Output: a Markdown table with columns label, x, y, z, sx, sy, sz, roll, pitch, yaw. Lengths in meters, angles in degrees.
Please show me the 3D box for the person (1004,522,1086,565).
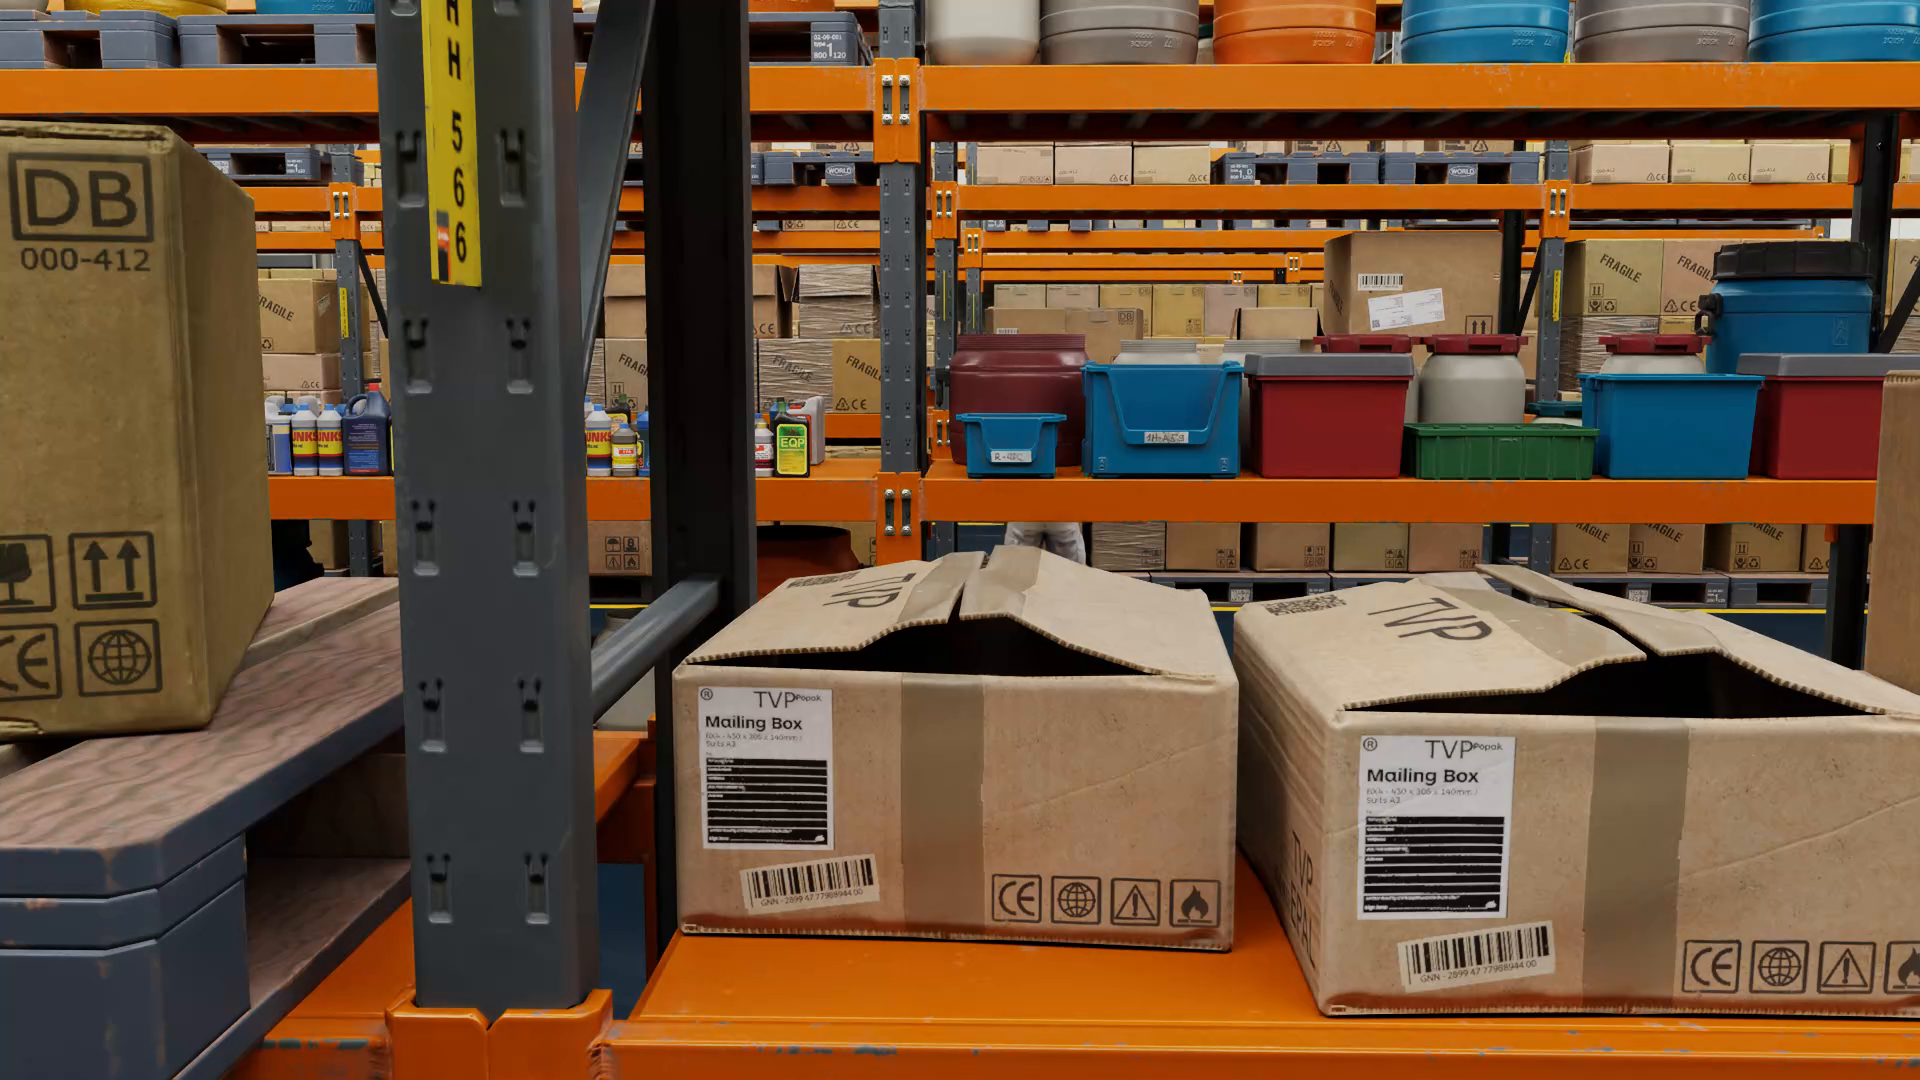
| label | x | y | z | sx | sy | sz | roll | pitch | yaw |
| --- | --- | --- | --- | --- | --- | --- | --- | --- | --- |
| person | 0.424 | -0.150 | 8.857 | 0.510 | 1.792 | 0.556 | 0 | 7 | -3 |
